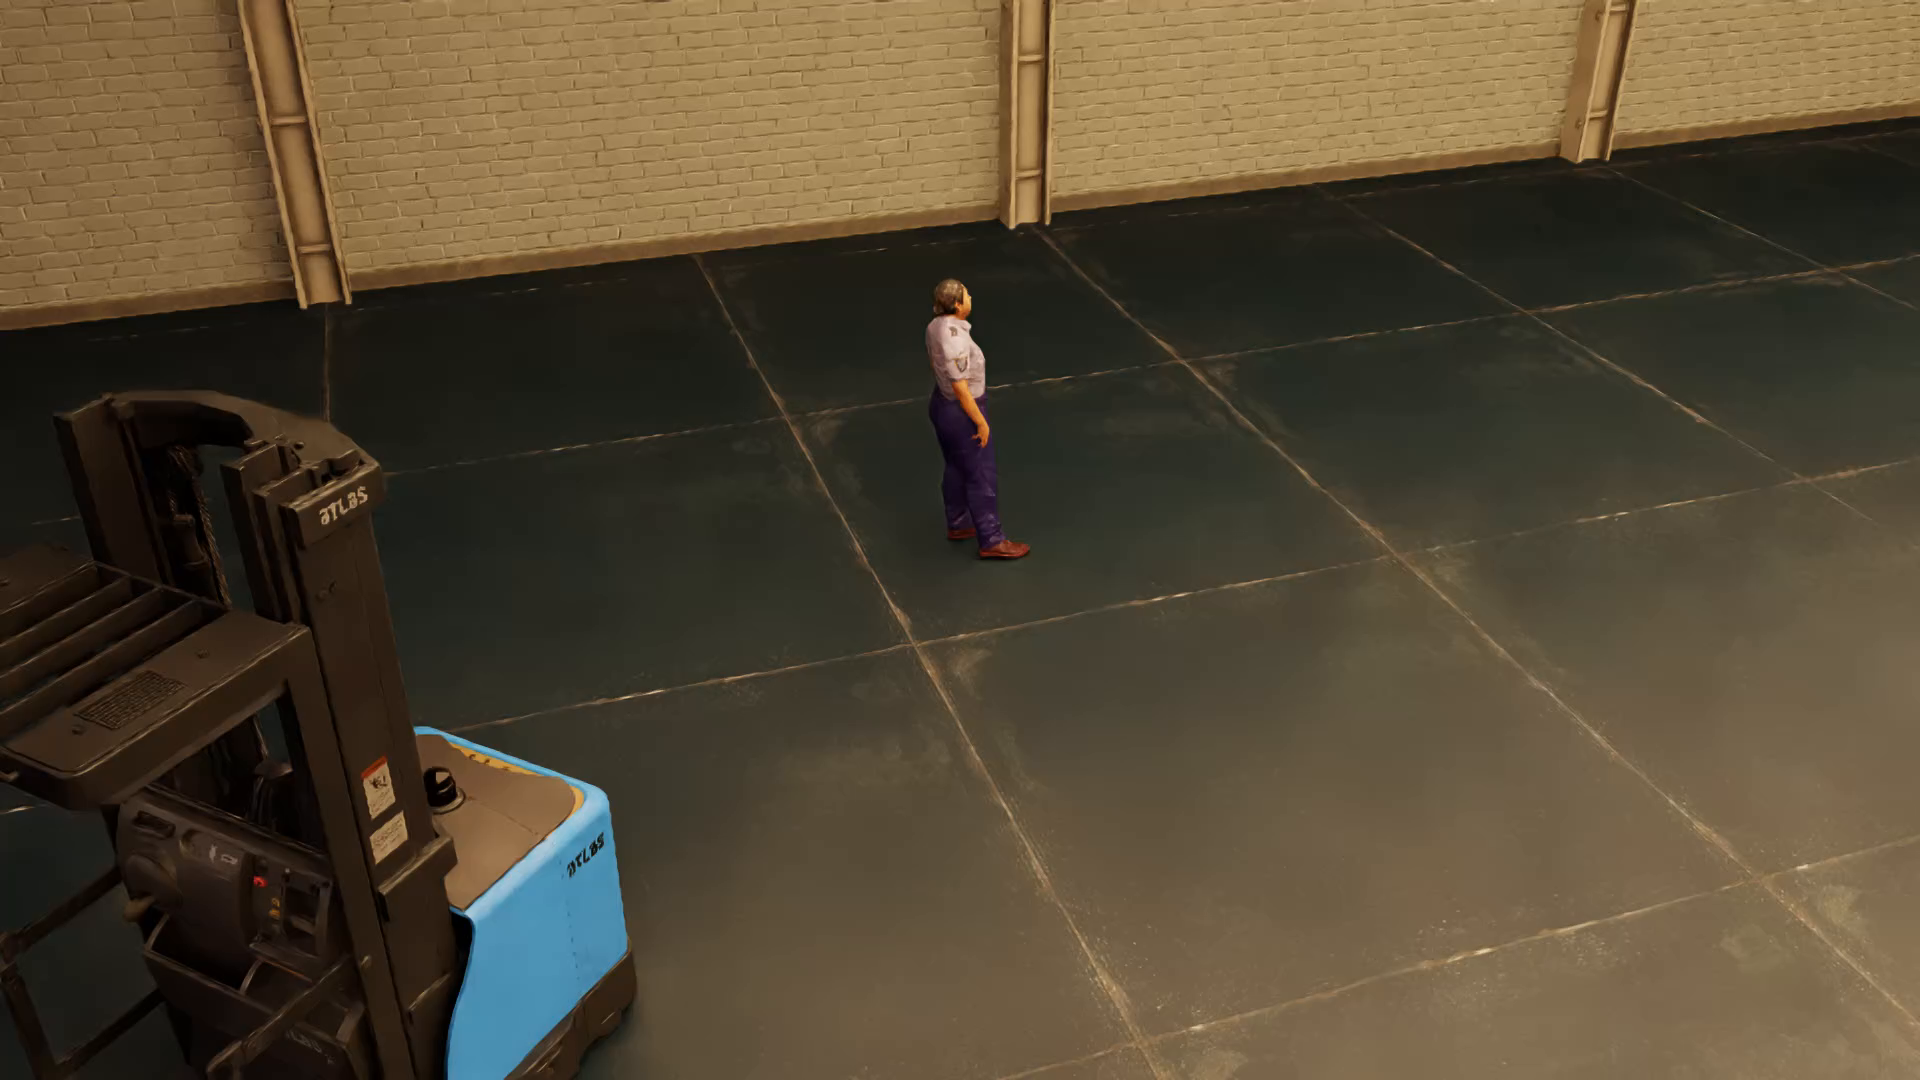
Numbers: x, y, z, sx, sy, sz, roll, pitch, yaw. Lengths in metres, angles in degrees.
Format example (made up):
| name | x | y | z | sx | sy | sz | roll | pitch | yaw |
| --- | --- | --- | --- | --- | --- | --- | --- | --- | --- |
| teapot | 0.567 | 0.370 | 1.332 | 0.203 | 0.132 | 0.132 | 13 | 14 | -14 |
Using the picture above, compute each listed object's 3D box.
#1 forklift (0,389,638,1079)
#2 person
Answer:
| name | x | y | z | sx | sy | sz | roll | pitch | yaw |
| --- | --- | --- | --- | --- | --- | --- | --- | --- | --- |
| forklift | -2.424 | 1.143 | 5.100 | 1.130 | 2.935 | 3.031 | 14 | 33 | 23 |
| person | 0.092 | -0.724 | 9.618 | 0.502 | 1.650 | 0.599 | -10 | 31 | -16 |
